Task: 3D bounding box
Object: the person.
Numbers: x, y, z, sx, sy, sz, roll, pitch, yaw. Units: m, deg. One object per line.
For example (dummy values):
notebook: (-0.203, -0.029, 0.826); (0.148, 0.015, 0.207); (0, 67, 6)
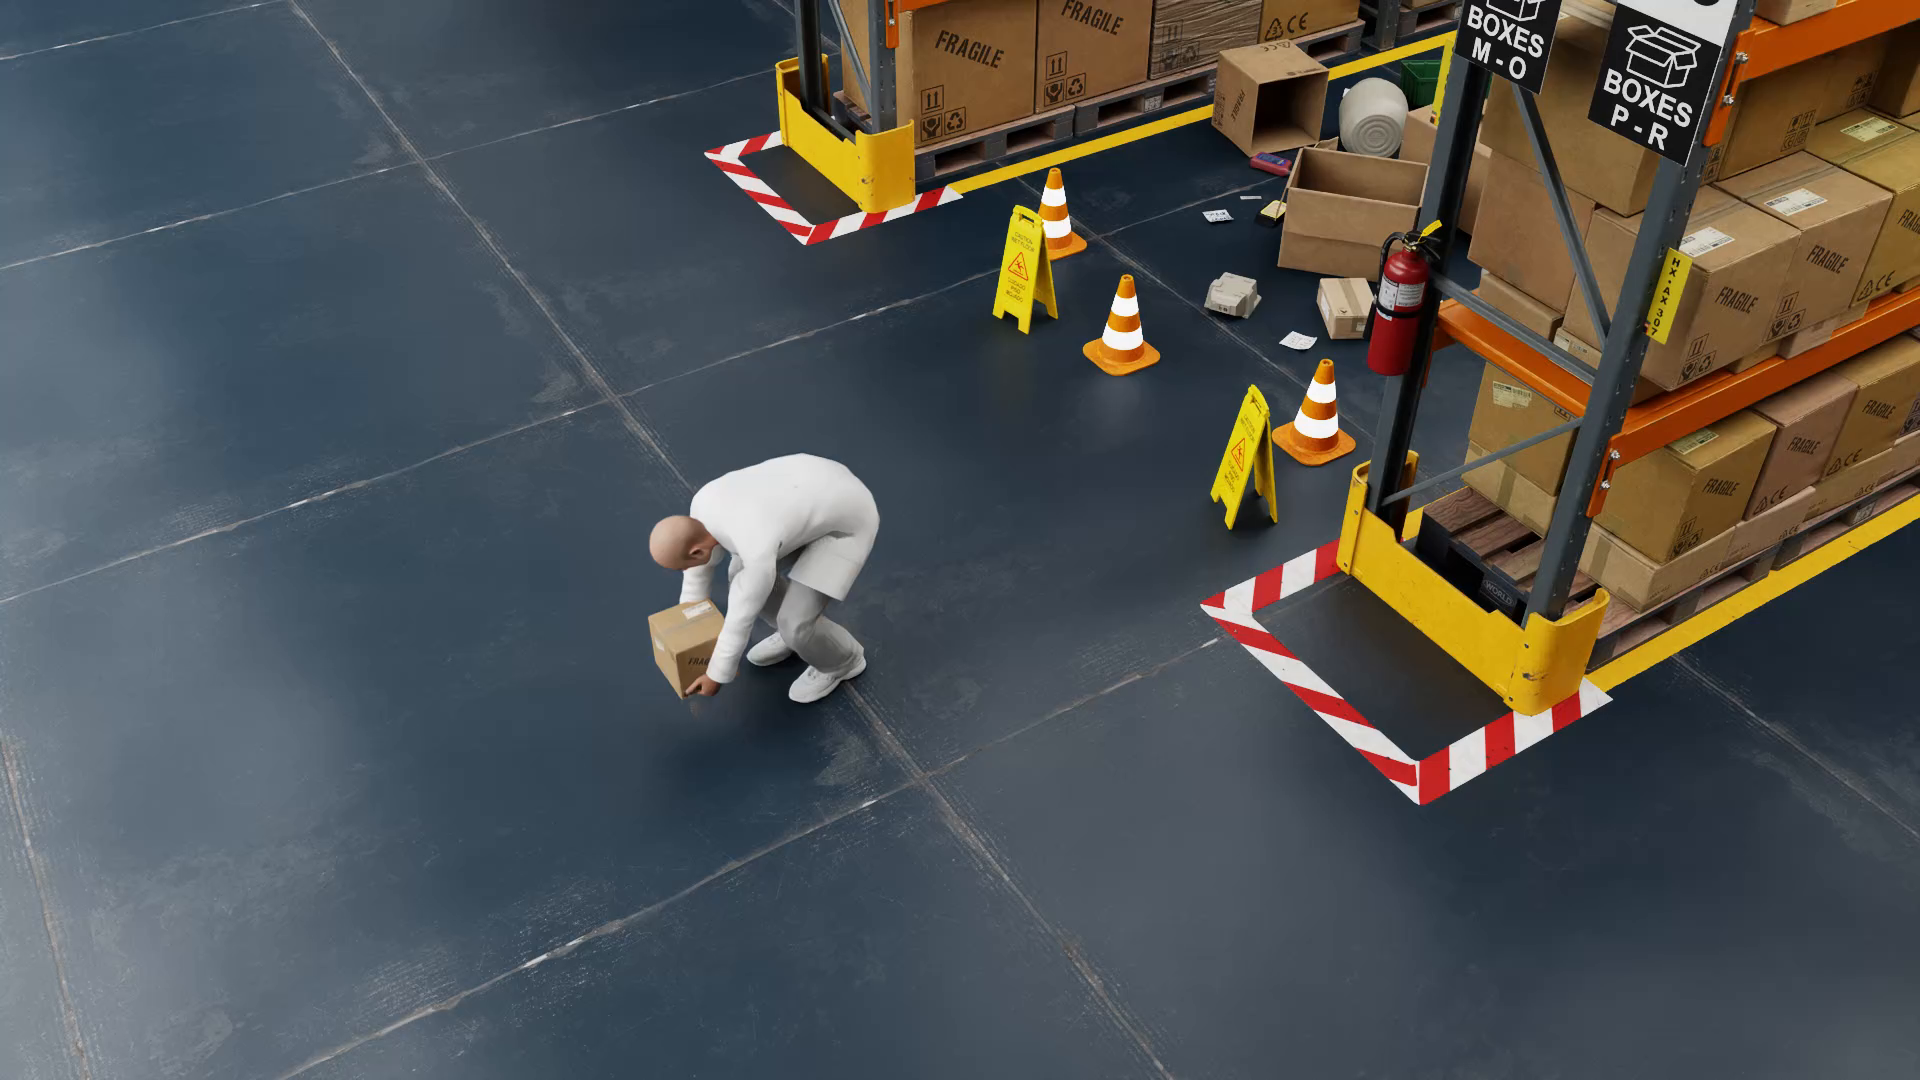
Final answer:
person: (-0.746, 0.183, 6.539); (0.942, 1.019, 0.590); (-24, 46, -26)
